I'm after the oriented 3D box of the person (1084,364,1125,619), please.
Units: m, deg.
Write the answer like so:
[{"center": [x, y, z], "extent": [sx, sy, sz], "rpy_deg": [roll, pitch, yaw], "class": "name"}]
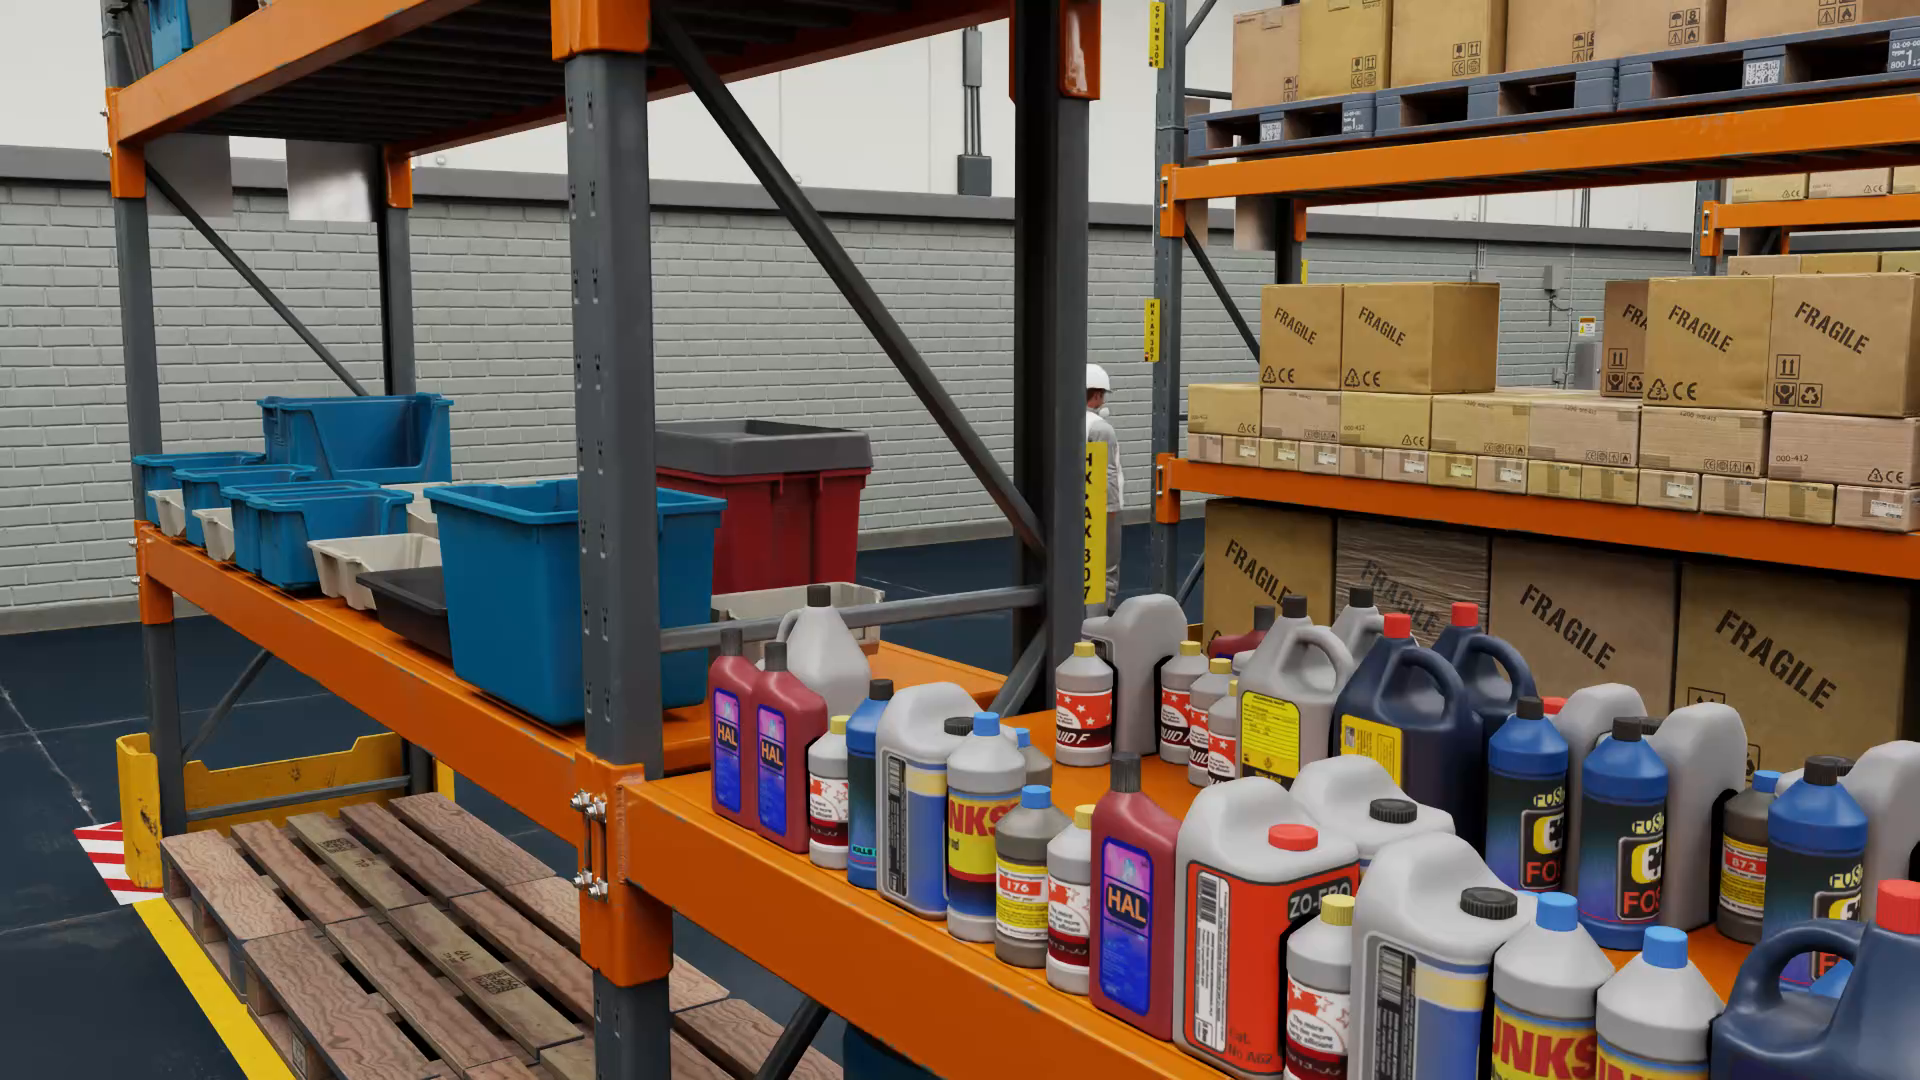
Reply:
[{"center": [0.768, -0.170, 10.028], "extent": [0.356, 1.768, 0.534], "rpy_deg": [-5, 9, -35], "class": "person"}]
